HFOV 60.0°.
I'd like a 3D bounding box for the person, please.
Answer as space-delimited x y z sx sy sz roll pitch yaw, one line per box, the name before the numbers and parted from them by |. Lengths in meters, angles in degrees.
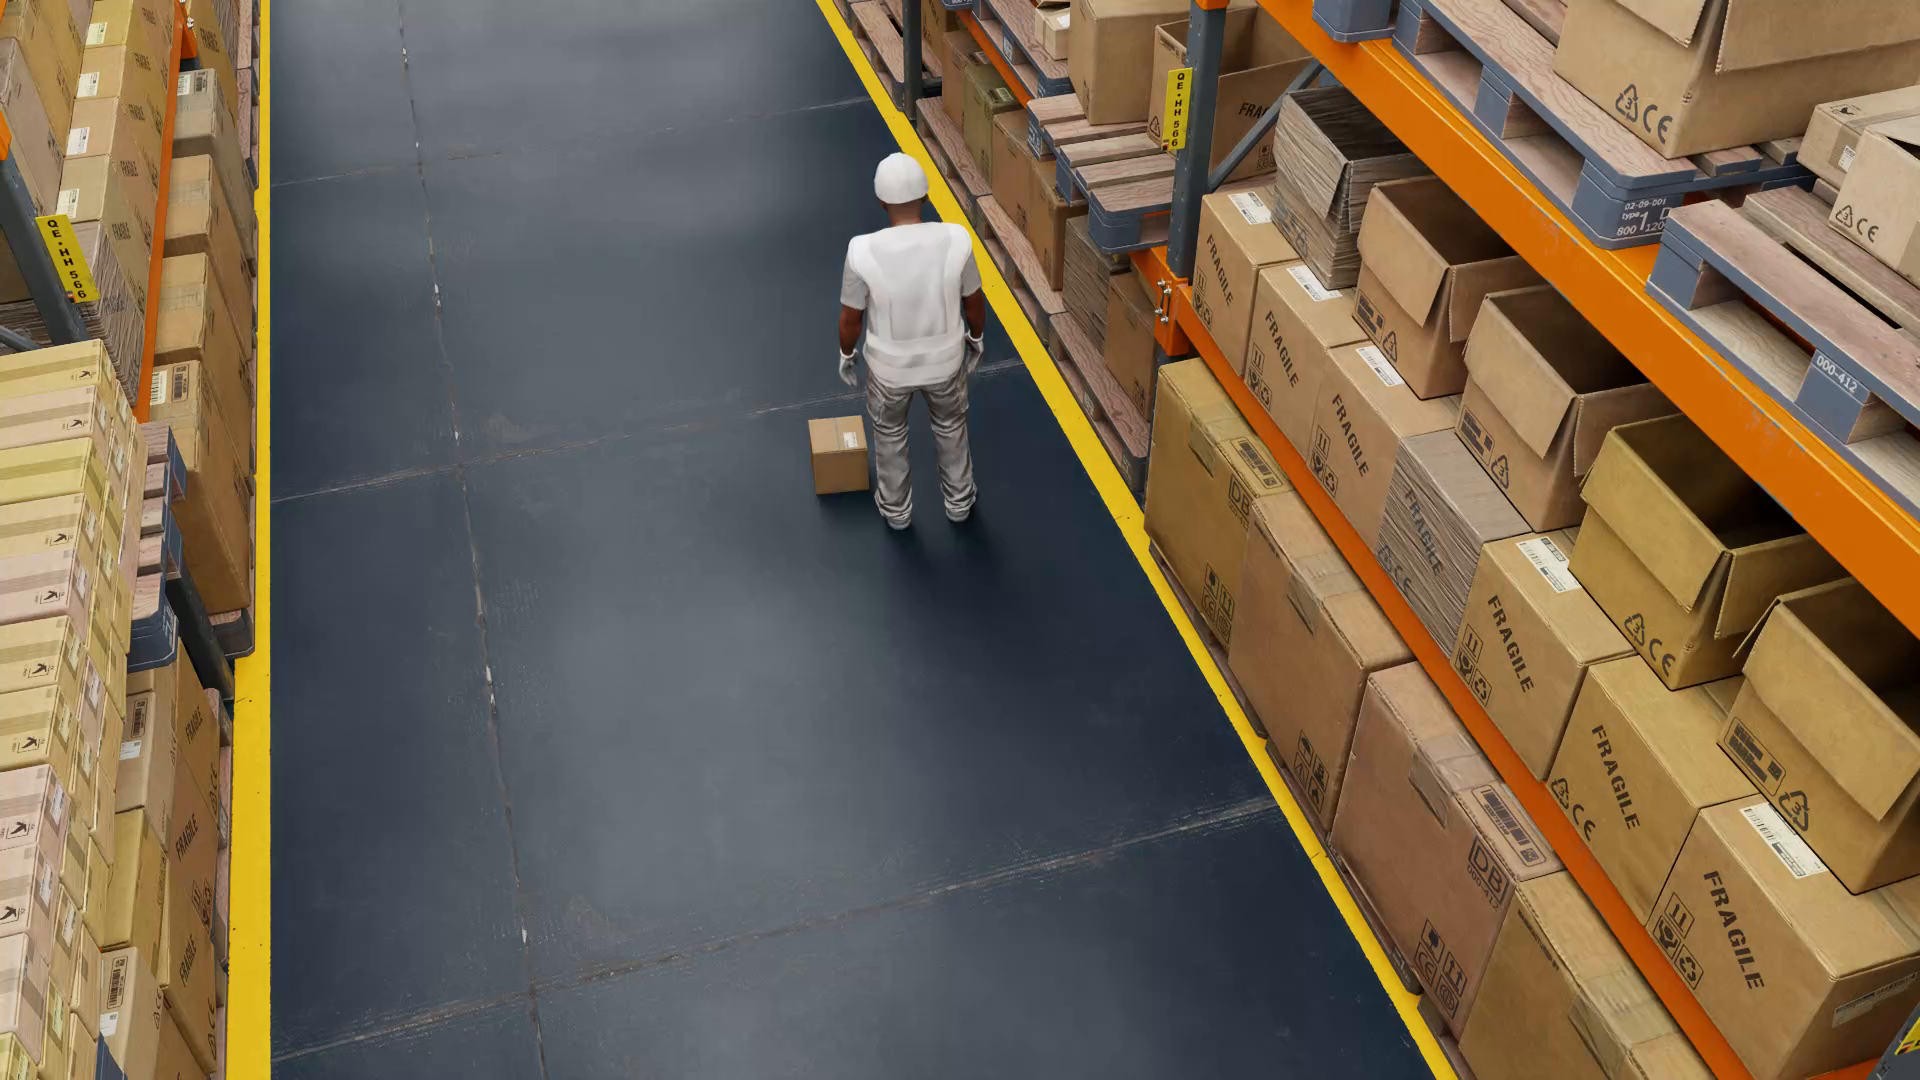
person | -0.200 -0.797 7.039 0.631 1.776 0.443 -7 42 -8
